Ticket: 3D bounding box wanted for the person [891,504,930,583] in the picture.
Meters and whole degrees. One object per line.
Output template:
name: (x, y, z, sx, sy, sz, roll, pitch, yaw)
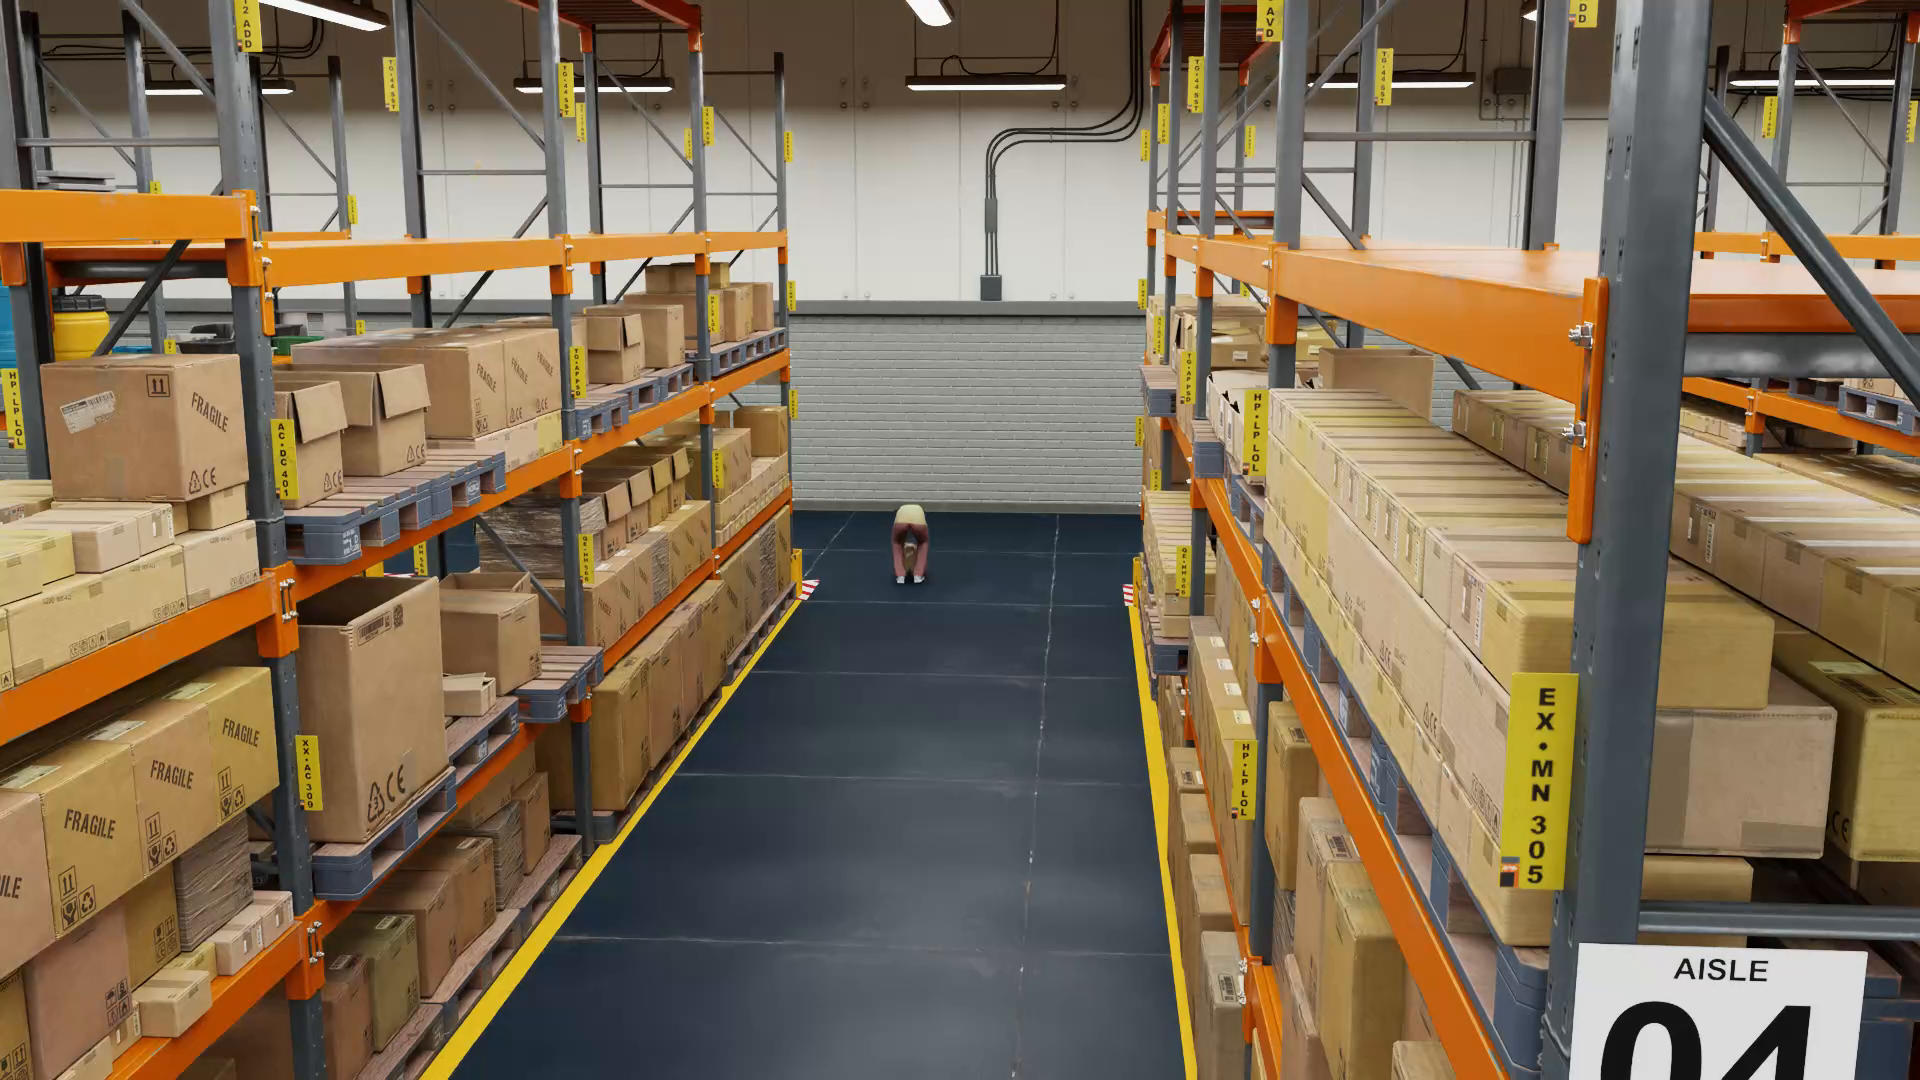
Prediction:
person: (-0.591, 0.008, 19.866, 0.456, 0.933, 0.851, 0, 11, 1)
